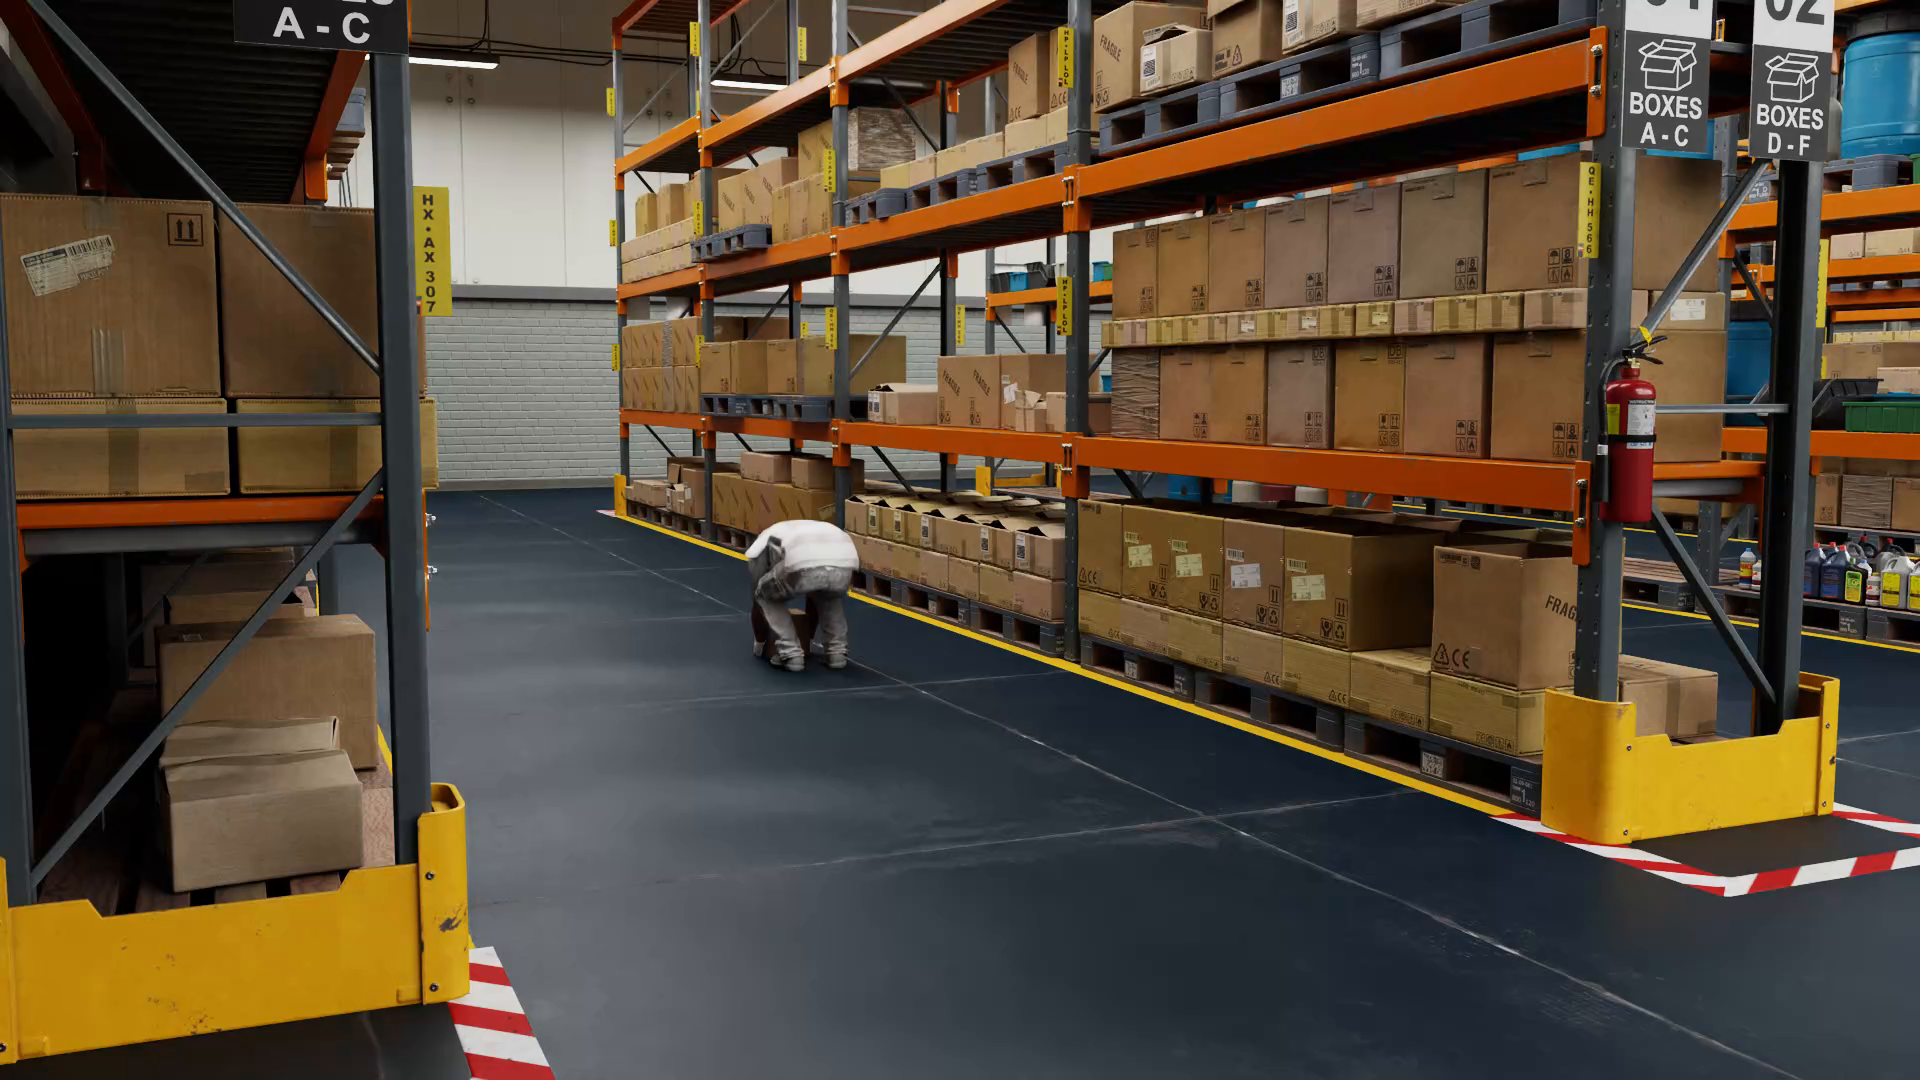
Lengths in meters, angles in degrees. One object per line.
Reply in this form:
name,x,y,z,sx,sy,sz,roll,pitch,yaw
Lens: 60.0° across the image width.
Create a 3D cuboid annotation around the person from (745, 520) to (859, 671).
person,-0.936,0.309,9.573,0.545,0.845,0.992,-3,6,-25
